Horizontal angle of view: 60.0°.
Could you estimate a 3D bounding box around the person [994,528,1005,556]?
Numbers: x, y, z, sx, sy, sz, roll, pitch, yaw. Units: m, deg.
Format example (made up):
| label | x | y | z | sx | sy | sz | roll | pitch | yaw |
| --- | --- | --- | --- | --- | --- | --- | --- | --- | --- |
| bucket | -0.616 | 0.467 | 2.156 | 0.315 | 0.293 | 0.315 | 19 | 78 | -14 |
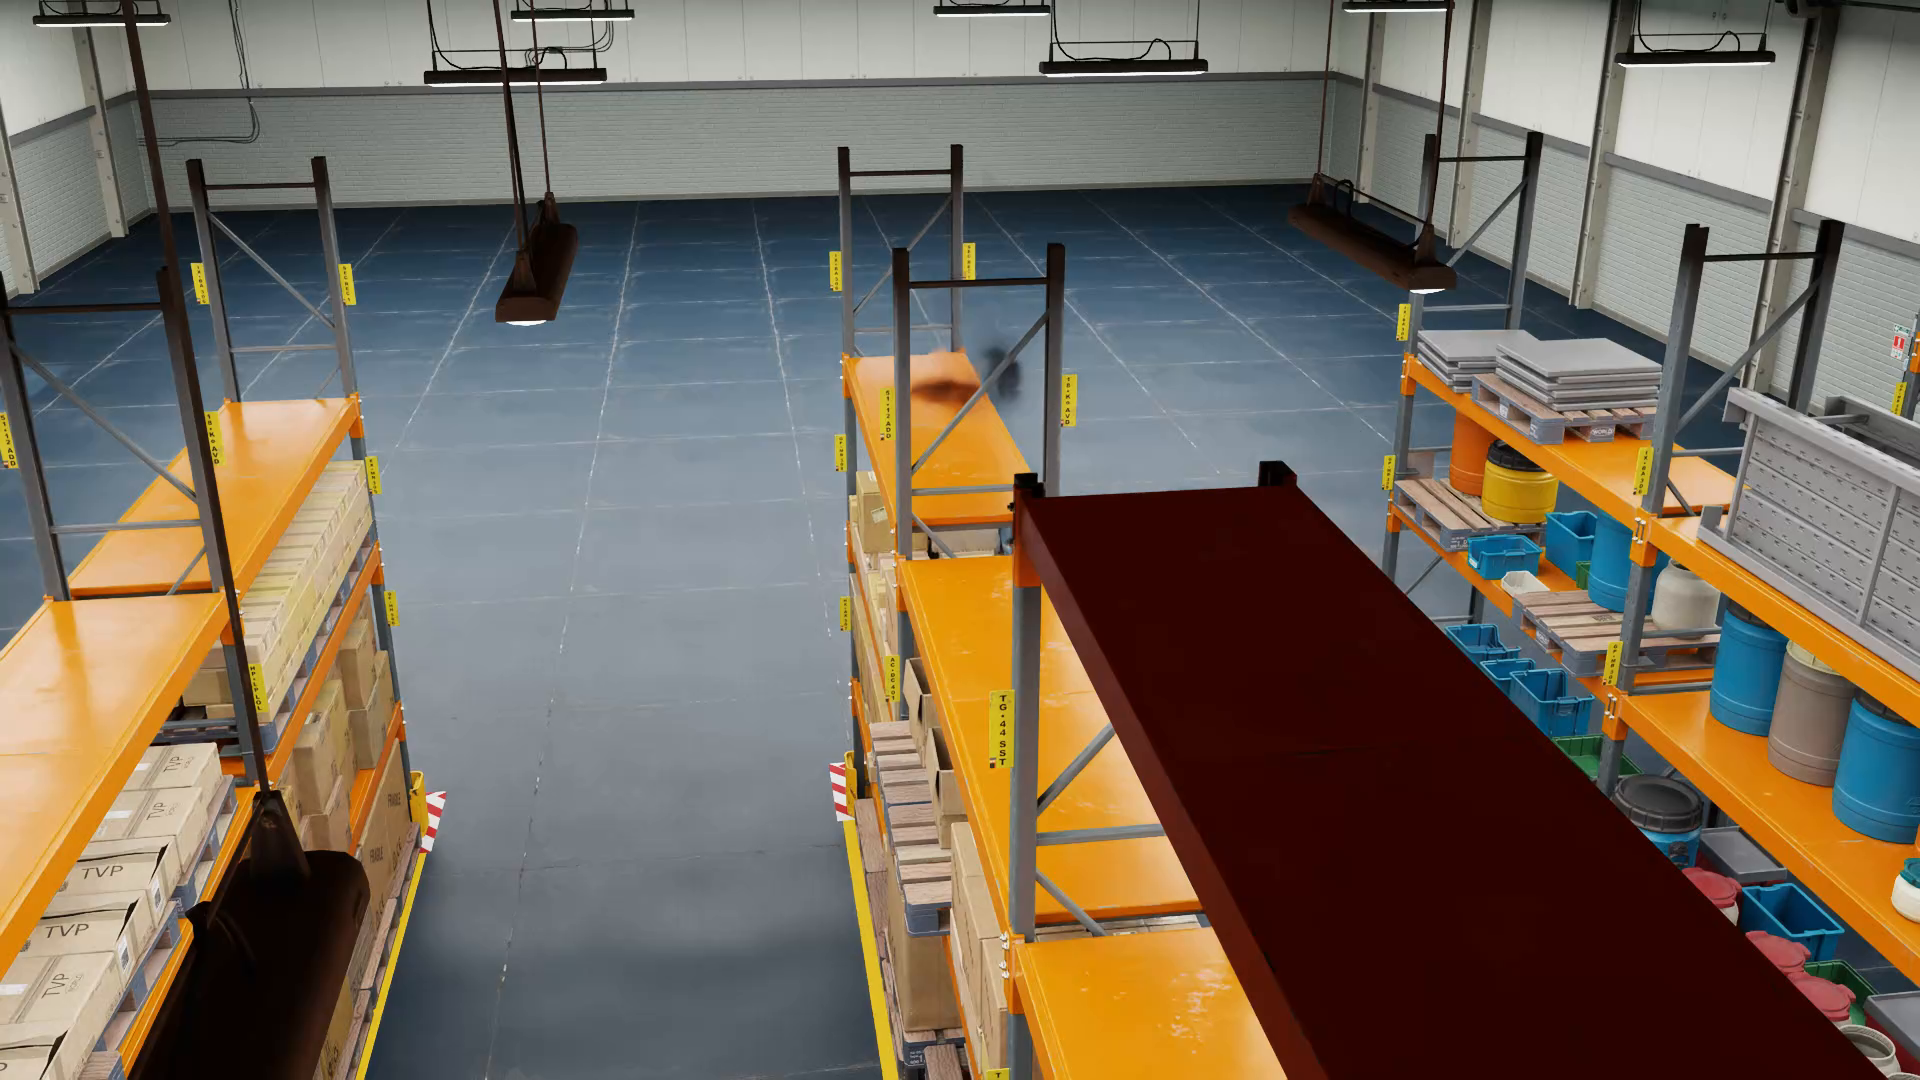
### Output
| label | x | y | z | sx | sy | sz | roll | pitch | yaw |
| --- | --- | --- | --- | --- | --- | --- | --- | --- | --- |
| person | 0.269 | 0.277 | 18.625 | 0.768 | 1.707 | 0.625 | 8 | 23 | 20 |
